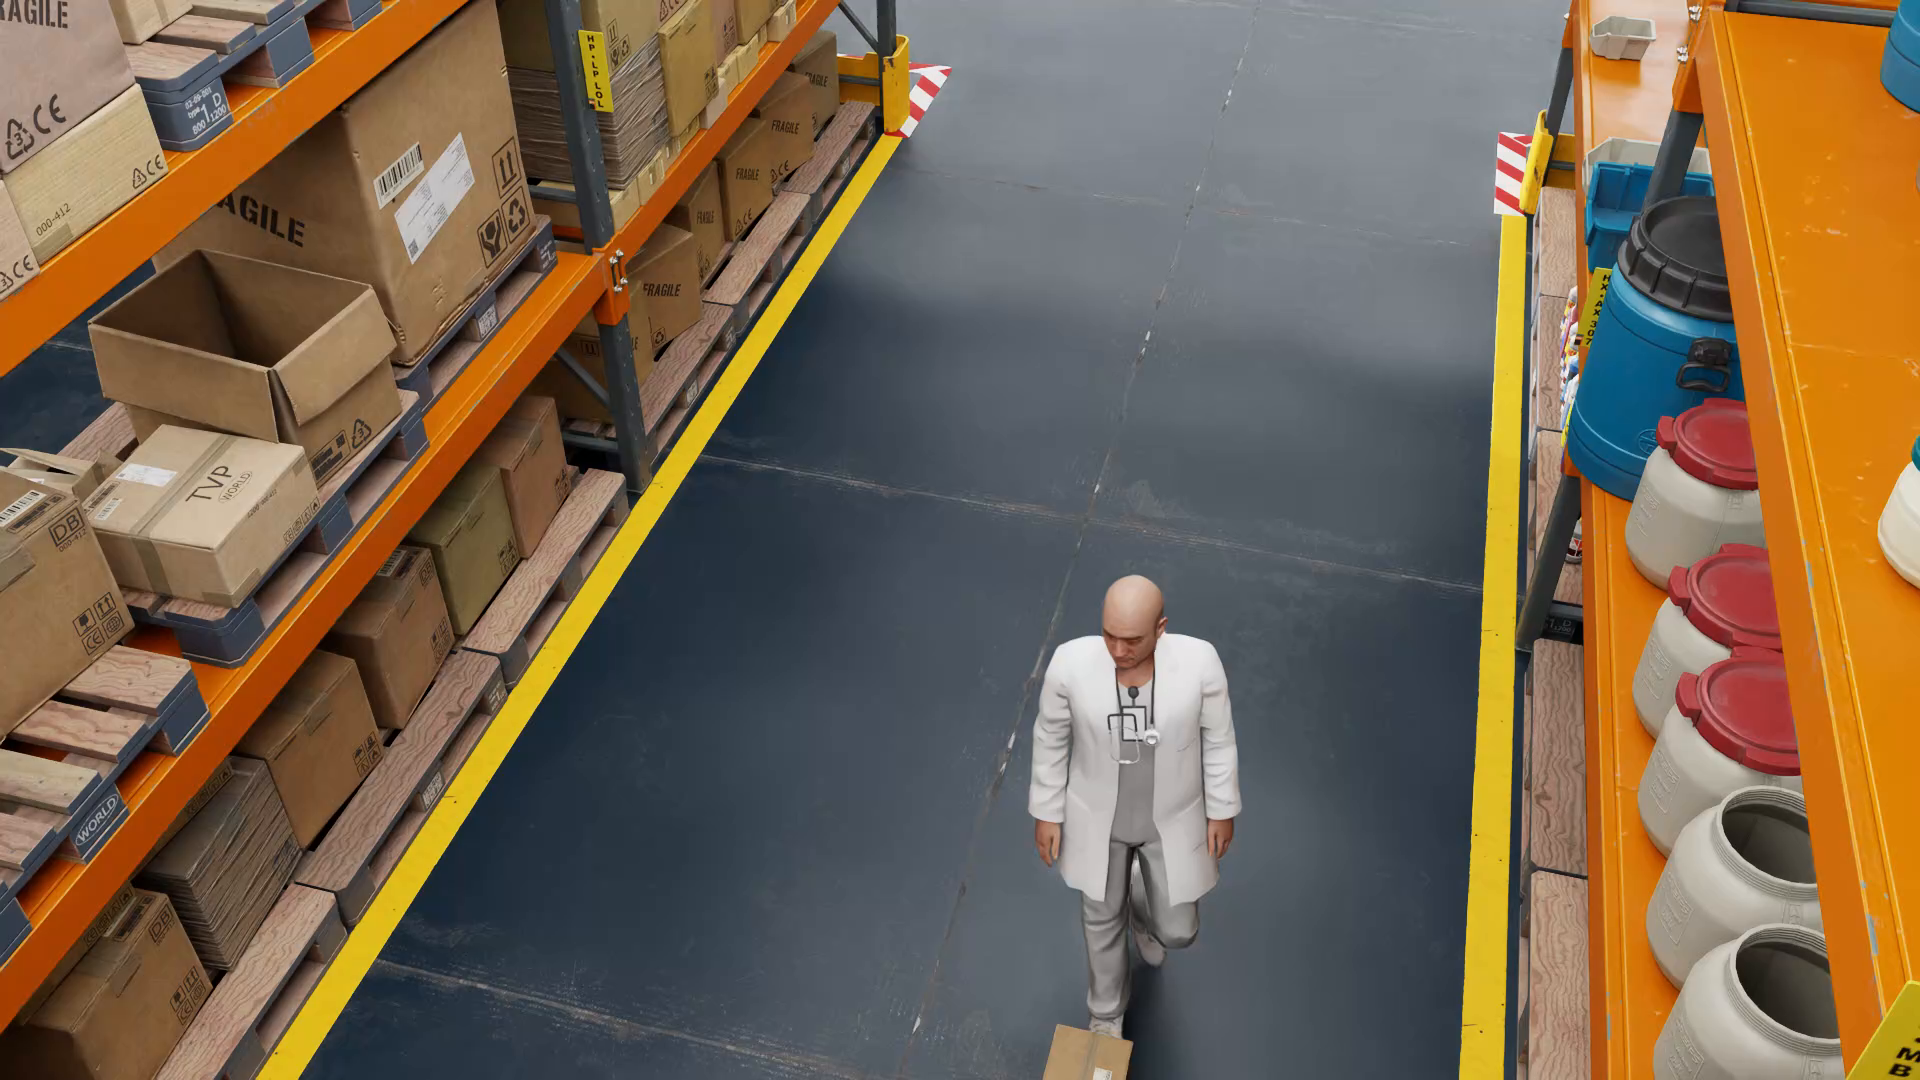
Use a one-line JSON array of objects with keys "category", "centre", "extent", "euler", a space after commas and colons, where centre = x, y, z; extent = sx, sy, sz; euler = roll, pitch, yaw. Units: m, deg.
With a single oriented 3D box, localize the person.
[{"category": "person", "centre": [0.533, 0.891, 5.117], "extent": [0.657, 1.767, 0.691], "euler": [4, 41, 5]}]
